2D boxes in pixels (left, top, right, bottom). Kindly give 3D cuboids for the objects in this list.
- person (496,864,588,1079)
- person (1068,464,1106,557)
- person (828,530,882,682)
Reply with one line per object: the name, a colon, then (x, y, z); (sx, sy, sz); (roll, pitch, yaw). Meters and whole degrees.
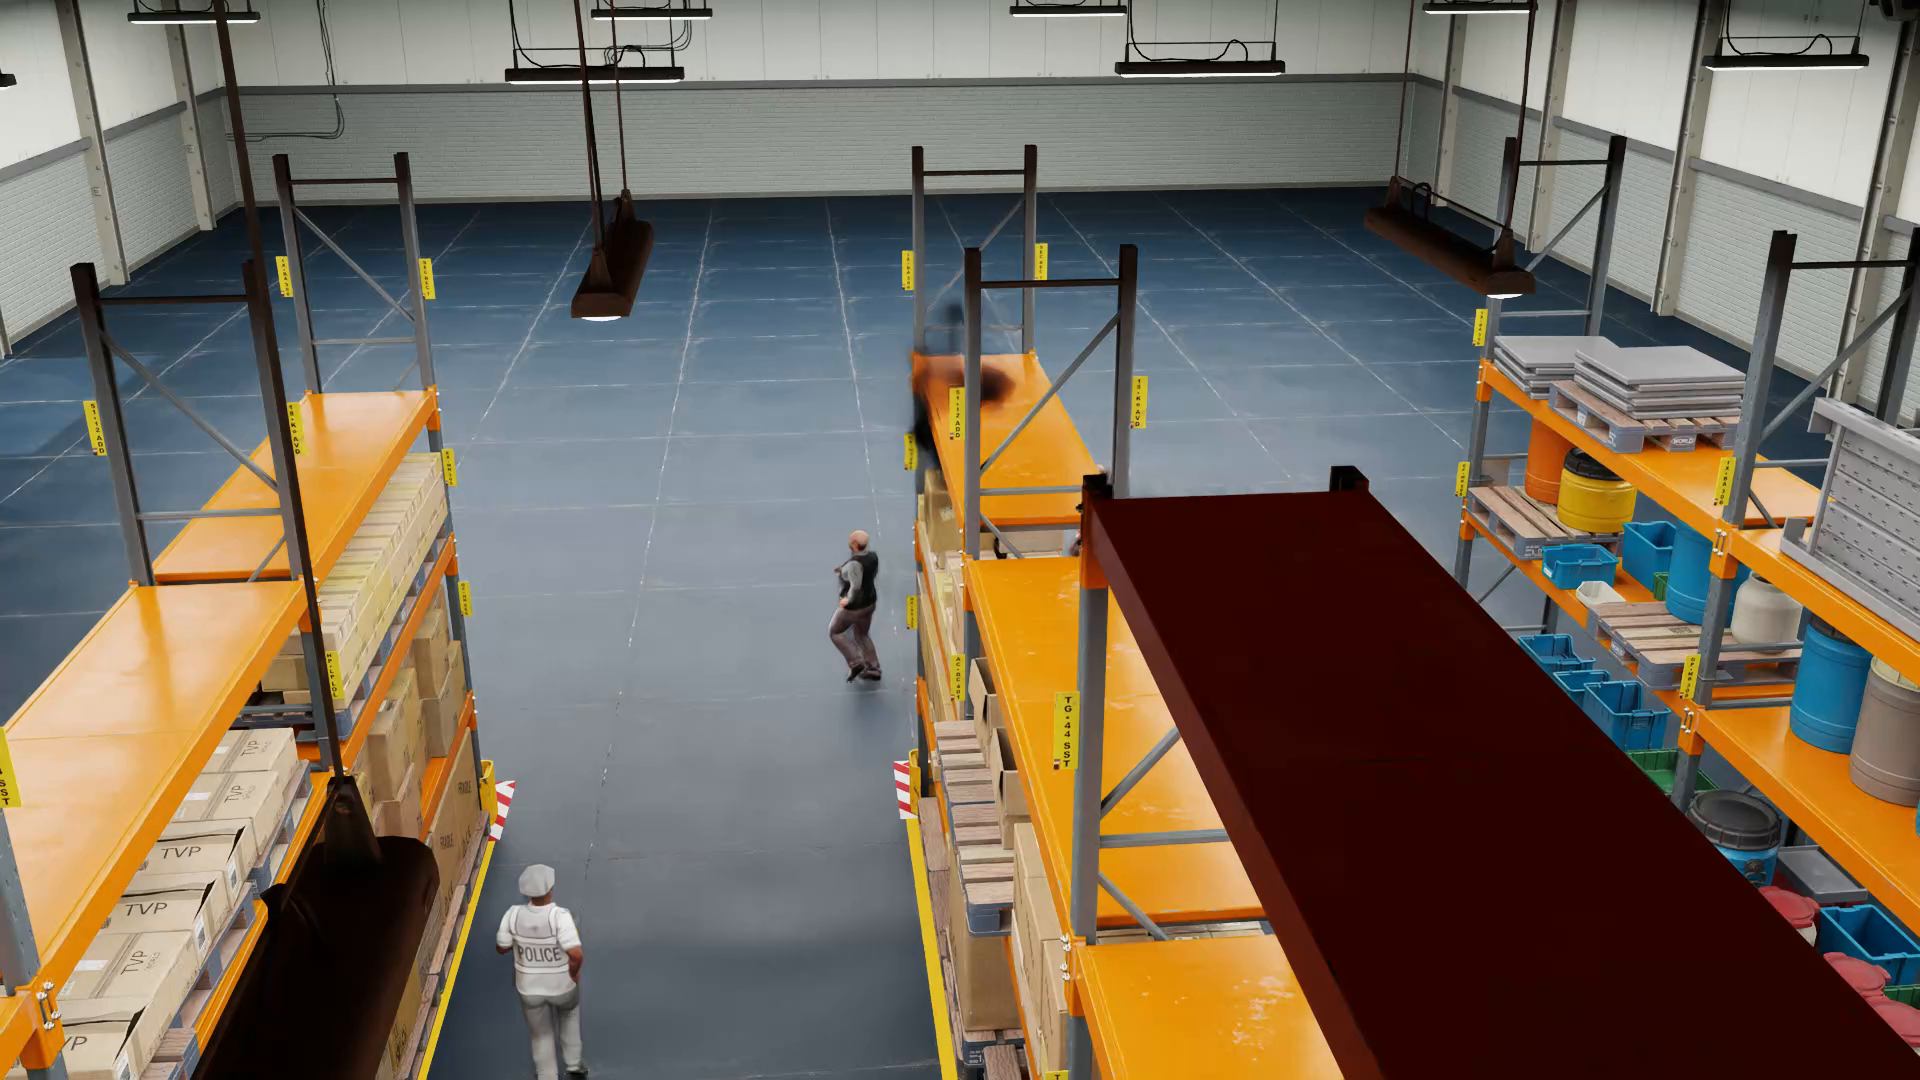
person: (-2.866, 3.084, 11.515); (0.624, 1.859, 0.764); (-2, 22, -6)
person: (1.520, -0.050, 19.310); (0.996, 1.751, 0.711); (9, 23, 21)
person: (-1.132, 0.694, 17.583); (0.651, 1.721, 0.641); (14, 26, 31)
